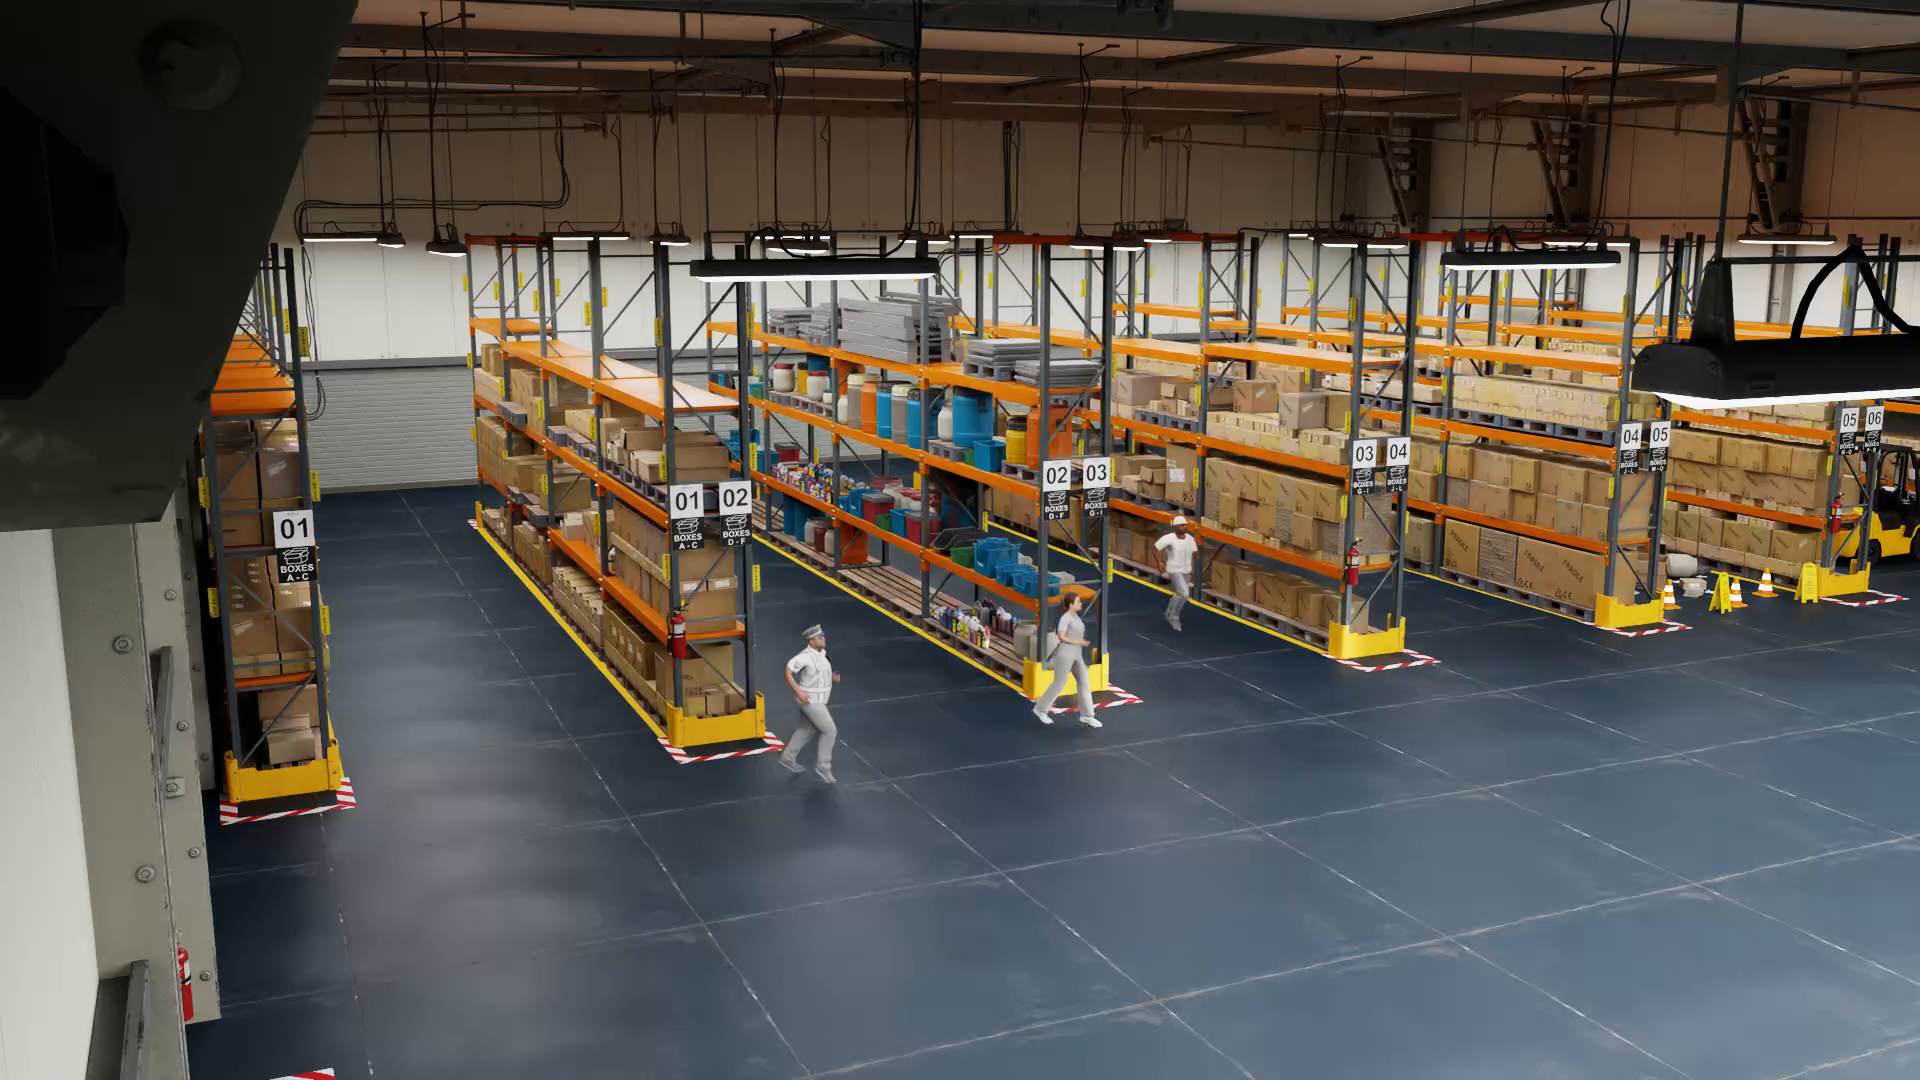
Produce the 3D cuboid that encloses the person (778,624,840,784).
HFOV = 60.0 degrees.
[{"bbox_3d":[-1.724,1.853,18.991,0.744,1.855,0.653,1,11,6],"label":"person"}]

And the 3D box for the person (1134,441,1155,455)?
[{"bbox_3d":[4.612,-2.537,41.988,0.875,1.617,0.629,5,12,26],"label":"person"}]

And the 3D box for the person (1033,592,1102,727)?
[{"bbox_3d":[1.412,1.481,20.942,0.886,1.670,0.595,6,12,27],"label":"person"}]

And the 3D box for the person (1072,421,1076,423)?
[{"bbox_3d":[2.520,-2.314,40.637,0.803,1.758,0.751,5,12,23],"label":"person"}]

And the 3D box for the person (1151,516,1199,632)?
[{"bbox_3d":[3.412,0.520,25.841,0.671,1.801,0.728,-8,13,-34],"label":"person"}]
